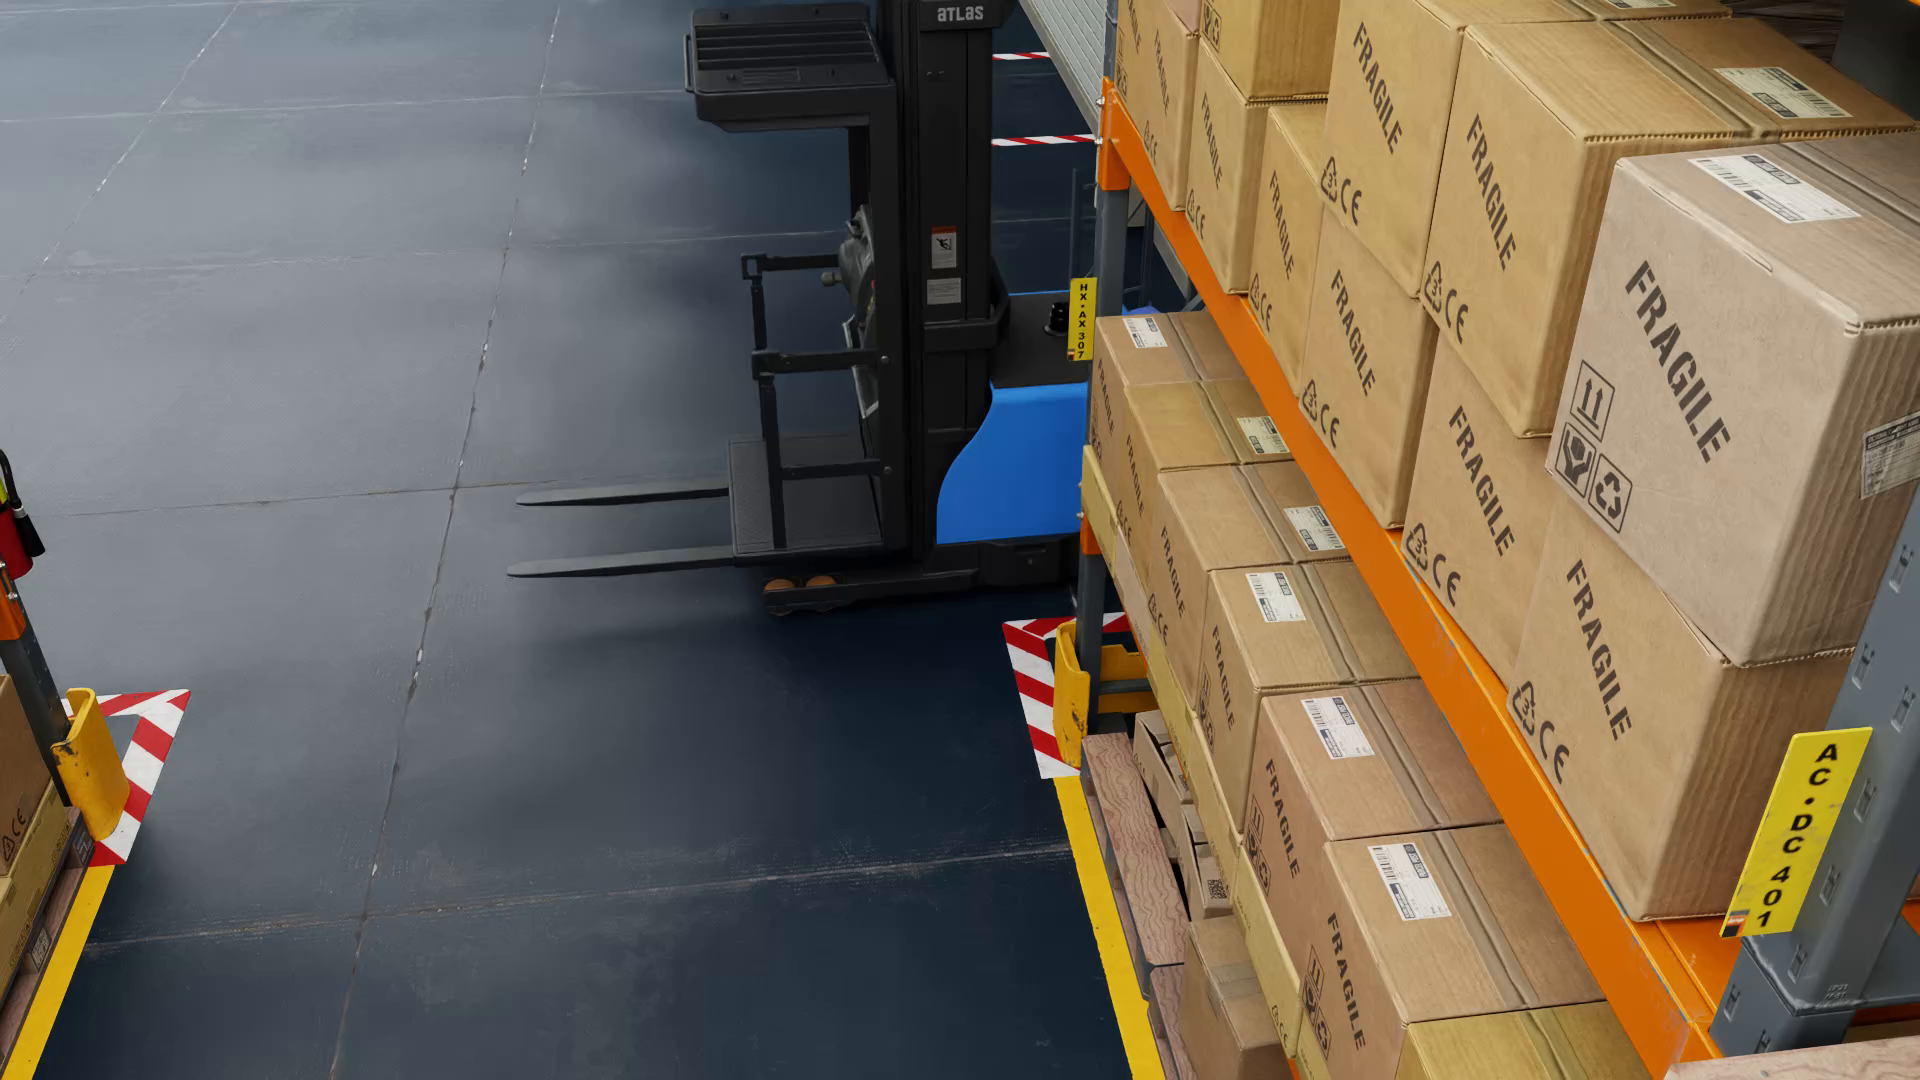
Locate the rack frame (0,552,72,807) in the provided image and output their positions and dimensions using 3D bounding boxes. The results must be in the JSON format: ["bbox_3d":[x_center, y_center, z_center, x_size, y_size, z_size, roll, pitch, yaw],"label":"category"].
[{"bbox_3d":[-3.929,-0.098,5.731,1.000,3.000,0.127,-4,35,-6],"label":"rack frame"}]

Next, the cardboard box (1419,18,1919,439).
[{"bbox_3d":[1.097,-0.511,2.679,0.500,0.500,0.500,-3,34,-4],"label":"cardboard box"}]

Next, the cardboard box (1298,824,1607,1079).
[{"bbox_3d":[1.074,0.982,3.595,0.500,0.500,0.500,-5,35,-7],"label":"cardboard box"}]

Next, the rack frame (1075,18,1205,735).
[{"bbox_3d":[0.979,-0.476,6.284,1.000,3.000,0.127,-4,35,-6],"label":"rack frame"}]

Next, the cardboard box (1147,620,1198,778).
[{"bbox_3d":[0.877,0.448,5.045,0.500,0.250,0.500,-5,35,-7],"label":"cardboard box"}]

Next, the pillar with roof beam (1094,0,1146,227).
[{"bbox_3d":[-3.142,-5.652,8.552,9.100,9.000,0.400,-4,35,-6],"label":"pillar with roof beam"}]

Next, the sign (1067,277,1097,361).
[{"bbox_3d":[0.442,-0.792,5.980,0.100,0.325,0.005,-4,35,-6],"label":"sign"}]

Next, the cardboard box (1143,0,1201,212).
[{"bbox_3d":[0.813,-1.257,4.660,0.500,0.500,0.500,-2,34,-3],"label":"cardboard box"}]

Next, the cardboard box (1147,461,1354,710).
[{"bbox_3d":[0.865,0.123,4.856,0.500,0.500,0.500,-5,35,-8],"label":"cardboard box"}]

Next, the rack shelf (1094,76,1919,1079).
[{"bbox_3d":[1.248,-0.302,4.004,1.077,0.370,4.000,-4,35,-6],"label":"rack shelf"}]

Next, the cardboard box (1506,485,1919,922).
[{"bbox_3d":[1.204,0.203,2.518,0.500,0.500,0.500,-3,34,-5],"label":"cardboard box"}]

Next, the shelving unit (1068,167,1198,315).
[{"bbox_3d":[1.035,-1.043,8.449,0.538,1.500,1.048,-17,38,-23],"label":"shelving unit"}]

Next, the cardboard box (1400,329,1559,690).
[{"bbox_3d":[1.149,-0.079,2.932,0.500,0.500,0.500,-7,35,-10],"label":"cardboard box"}]

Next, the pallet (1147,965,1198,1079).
[{"bbox_3d":[1.225,1.854,5.341,1.003,0.211,1.213,-4,35,-6],"label":"pallet"}]

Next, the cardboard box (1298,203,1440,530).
[{"bbox_3d":[1.037,-0.385,3.381,0.500,0.500,0.500,-6,35,-8],"label":"cardboard box"}]

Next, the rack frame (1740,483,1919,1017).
[{"bbox_3d":[1.517,-0.723,1.319,1.000,3.000,0.127,-4,35,-6],"label":"rack frame"}]

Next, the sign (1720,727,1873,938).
[{"bbox_3d":[0.981,0.349,1.952,0.100,0.325,0.005,-4,35,-6],"label":"sign"}]

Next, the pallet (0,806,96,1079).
[{"bbox_3d":[-3.785,1.477,5.894,1.003,0.211,1.213,-4,35,-6],"label":"pallet"}]

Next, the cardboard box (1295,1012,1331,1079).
[{"bbox_3d":[1.094,1.290,3.809,0.500,0.250,0.500,-4,35,-6],"label":"cardboard box"}]

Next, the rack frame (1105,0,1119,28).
[{"bbox_3d":[0.979,-2.955,4.595,1.000,3.000,0.127,-4,35,-6],"label":"rack frame"}]

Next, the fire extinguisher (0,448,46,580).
[{"bbox_3d":[-3.484,-0.167,5.901,0.296,0.674,0.183,-4,35,-6],"label":"fire extinguisher"}]

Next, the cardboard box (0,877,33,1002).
[{"bbox_3d":[-3.485,1.419,5.572,0.500,0.250,0.500,-4,35,-6],"label":"cardboard box"}]

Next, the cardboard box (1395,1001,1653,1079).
[{"bbox_3d":[1.147,1.260,3.187,0.500,0.500,0.500,-4,35,-6],"label":"cardboard box"}]

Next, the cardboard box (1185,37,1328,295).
[{"bbox_3d":[0.887,-0.967,4.236,0.500,0.500,0.500,-3,34,-4],"label":"cardboard box"}]

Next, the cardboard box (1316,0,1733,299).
[{"bbox_3d":[1.016,-0.800,3.103,0.500,0.500,0.500,-6,35,-8],"label":"cardboard box"}]

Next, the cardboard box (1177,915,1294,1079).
[{"bbox_3d":[1.109,1.500,5.215,0.700,0.500,0.500,-6,35,-9],"label":"cardboard box"}]

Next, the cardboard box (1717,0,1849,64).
[{"bbox_3d":[1.485,-1.095,3.536,0.500,0.500,0.500,-4,35,-6],"label":"cardboard box"}]

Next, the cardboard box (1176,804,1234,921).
[{"bbox_3d":[1.060,1.165,5.874,0.500,0.311,0.500,-2,34,-2],"label":"cardboard box"}]

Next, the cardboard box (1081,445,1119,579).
[{"bbox_3d":[0.730,-0.126,5.886,0.500,0.250,0.500,-5,35,-8],"label":"cardboard box"}]

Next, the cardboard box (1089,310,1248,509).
[{"bbox_3d":[0.746,-0.443,5.685,0.500,0.500,0.500,-4,35,-6],"label":"cardboard box"}]

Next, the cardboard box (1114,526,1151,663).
[{"bbox_3d":[0.814,0.163,5.462,0.500,0.250,0.500,-5,35,-8],"label":"cardboard box"}]

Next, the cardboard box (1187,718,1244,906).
[{"bbox_3d":[0.943,0.730,4.630,0.500,0.250,0.500,-4,34,-6],"label":"cardboard box"}]

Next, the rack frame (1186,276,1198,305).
[{"bbox_3d":[1.279,-0.792,8.080,0.500,1.500,0.032,-17,38,-23],"label":"rack frame"}]

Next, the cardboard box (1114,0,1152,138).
[{"bbox_3d":[0.777,-1.559,5.104,0.500,0.500,0.500,-4,34,-5],"label":"cardboard box"}]

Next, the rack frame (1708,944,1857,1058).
[{"bbox_3d":[1.517,1.757,3.009,1.000,3.000,0.127,-4,35,-6],"label":"rack frame"}]

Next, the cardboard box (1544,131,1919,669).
[{"bbox_3d":[1.181,-0.205,2.229,0.500,0.500,0.500,-7,35,-10],"label":"cardboard box"}]

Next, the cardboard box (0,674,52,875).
[{"bbox_3d":[-3.562,0.831,5.770,0.500,0.500,0.500,-4,35,-6],"label":"cardboard box"}]

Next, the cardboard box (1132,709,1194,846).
[{"bbox_3d":[0.983,0.847,6.341,0.500,0.311,0.500,-8,35,-12],"label":"cardboard box"}]

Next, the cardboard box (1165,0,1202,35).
[{"bbox_3d":[0.808,-1.661,4.365,0.500,0.500,0.500,-5,35,-7],"label":"cardboard box"}]

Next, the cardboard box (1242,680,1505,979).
[{"bbox_3d":[1.017,0.700,4.009,0.500,0.500,0.500,-5,35,-8],"label":"cardboard box"}]

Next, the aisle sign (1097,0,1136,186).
[{"bbox_3d":[0.672,-1.567,5.578,0.394,0.787,0.004,-4,35,-6],"label":"aisle sign"}]

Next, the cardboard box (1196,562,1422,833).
[{"bbox_3d":[0.947,0.410,4.434,0.500,0.500,0.500,-3,34,-5],"label":"cardboard box"}]

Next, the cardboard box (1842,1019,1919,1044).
[{"bbox_3d":[1.661,1.222,3.242,0.500,0.500,0.500,-5,35,-7],"label":"cardboard box"}]

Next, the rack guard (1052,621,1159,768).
[{"bbox_3d":[0.990,0.600,6.926,1.175,0.500,0.348,-4,35,-6],"label":"rack guard"}]

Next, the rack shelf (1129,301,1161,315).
[{"bbox_3d":[1.035,-0.895,8.550,0.538,0.185,1.000,-17,38,-23],"label":"rack shelf"}]

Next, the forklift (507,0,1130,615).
[{"bbox_3d":[-0.630,-1.180,7.379,3.031,2.935,1.130,-5,35,-7],"label":"forklift"}]

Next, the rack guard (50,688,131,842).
[{"bbox_3d":[-3.932,0.921,6.454,1.175,0.500,0.348,-4,35,-6],"label":"rack guard"}]

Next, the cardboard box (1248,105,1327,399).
[{"bbox_3d":[0.980,-0.670,3.799,0.500,0.500,0.500,-2,34,-3],"label":"cardboard box"}]

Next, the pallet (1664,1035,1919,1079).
[{"bbox_3d":[1.495,0.947,1.700,1.213,0.211,1.003,-4,35,-6],"label":"pallet"}]

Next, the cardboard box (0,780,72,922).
[{"bbox_3d":[-3.564,1.141,5.980,0.500,0.250,0.500,-4,35,-6],"label":"cardboard box"}]

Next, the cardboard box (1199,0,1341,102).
[{"bbox_3d":[0.888,-1.376,3.947,0.500,0.500,0.500,-3,34,-5],"label":"cardboard box"}]

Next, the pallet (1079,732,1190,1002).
[{"bbox_3d":[1.064,1.175,6.338,1.003,0.211,1.213,-4,35,-6],"label":"pallet"}]

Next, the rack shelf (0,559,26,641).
[{"bbox_3d":[-3.660,1.315,4.296,1.077,0.370,4.000,-4,35,-6],"label":"rack shelf"}]

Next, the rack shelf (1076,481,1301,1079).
[{"bbox_3d":[1.248,0.938,4.849,1.077,0.370,4.000,-4,35,-6],"label":"rack shelf"}]

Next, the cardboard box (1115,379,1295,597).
[{"bbox_3d":[0.802,-0.166,5.280,0.500,0.500,0.500,-4,35,-6],"label":"cardboard box"}]

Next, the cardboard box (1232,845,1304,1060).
[{"bbox_3d":[1.011,1.011,4.219,0.500,0.250,0.500,-5,35,-7],"label":"cardboard box"}]

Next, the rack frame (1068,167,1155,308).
[{"bbox_3d":[0.792,-1.295,8.818,0.500,1.500,0.032,-17,38,-23],"label":"rack frame"}]
